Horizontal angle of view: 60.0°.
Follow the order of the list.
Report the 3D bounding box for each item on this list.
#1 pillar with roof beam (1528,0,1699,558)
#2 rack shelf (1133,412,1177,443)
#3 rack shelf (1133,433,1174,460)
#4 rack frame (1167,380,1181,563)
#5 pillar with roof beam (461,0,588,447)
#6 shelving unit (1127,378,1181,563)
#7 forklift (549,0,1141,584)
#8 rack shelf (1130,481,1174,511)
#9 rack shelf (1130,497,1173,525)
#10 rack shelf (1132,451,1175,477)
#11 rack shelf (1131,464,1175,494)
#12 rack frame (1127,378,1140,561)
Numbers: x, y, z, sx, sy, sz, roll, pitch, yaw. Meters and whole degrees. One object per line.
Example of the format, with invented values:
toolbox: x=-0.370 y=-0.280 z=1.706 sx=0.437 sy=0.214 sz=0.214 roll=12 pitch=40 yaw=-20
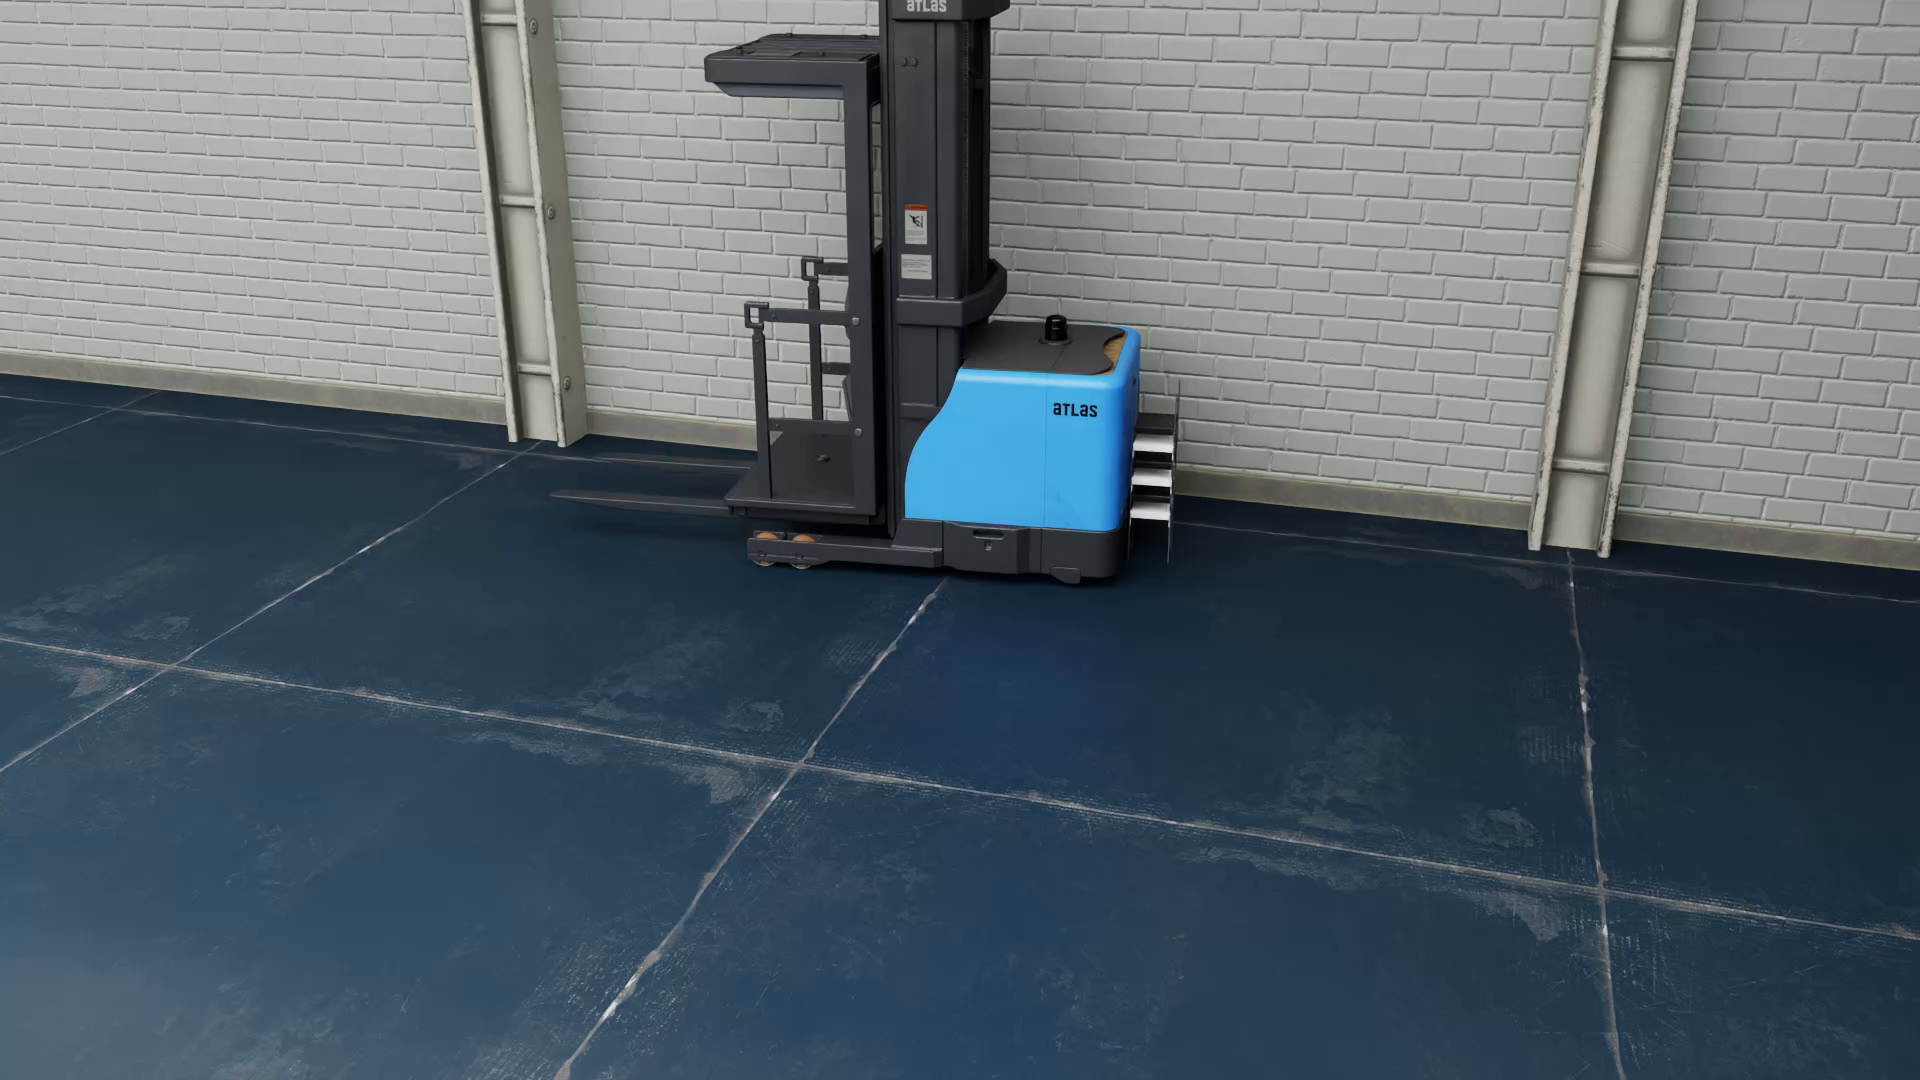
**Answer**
pillar with roof beam: x=1.950 y=-2.585 z=3.214 sx=0.400 sy=9.000 sz=9.100 roll=7 pitch=23 yaw=16
rack shelf: x=0.983 y=-0.568 z=8.345 sx=0.200 sy=0.077 sz=0.258 roll=4 pitch=23 yaw=10
rack shelf: x=0.983 y=-0.485 z=8.379 sx=0.200 sy=0.077 sz=0.258 roll=4 pitch=23 yaw=10
rack frame: x=1.083 y=-0.342 z=8.417 sx=0.006 sy=0.900 sz=0.240 roll=4 pitch=23 yaw=10
pillar with roof beam: x=-3.795 y=-3.243 z=4.818 sx=0.400 sy=9.000 sz=9.100 roll=7 pitch=23 yaw=16
shelving unit: x=0.983 y=-0.349 z=8.435 sx=0.210 sy=0.900 sz=0.258 roll=4 pitch=23 yaw=10
forklift: x=-0.619 y=-1.401 z=8.324 sx=3.031 sy=2.935 sz=1.130 roll=4 pitch=23 yaw=10
rack shelf: x=0.983 y=-0.235 z=8.482 sx=0.200 sy=0.077 sz=0.258 roll=4 pitch=23 yaw=10
rack shelf: x=0.983 y=-0.152 z=8.516 sx=0.200 sy=0.077 sz=0.258 roll=4 pitch=23 yaw=10
rack shelf: x=0.983 y=-0.401 z=8.413 sx=0.200 sy=0.077 sz=0.258 roll=4 pitch=23 yaw=10
rack shelf: x=0.983 y=-0.318 z=8.447 sx=0.200 sy=0.077 sz=0.258 roll=4 pitch=23 yaw=10
rack frame: x=0.883 y=-0.356 z=8.453 sx=0.006 sy=0.900 sz=0.240 roll=4 pitch=23 yaw=10
